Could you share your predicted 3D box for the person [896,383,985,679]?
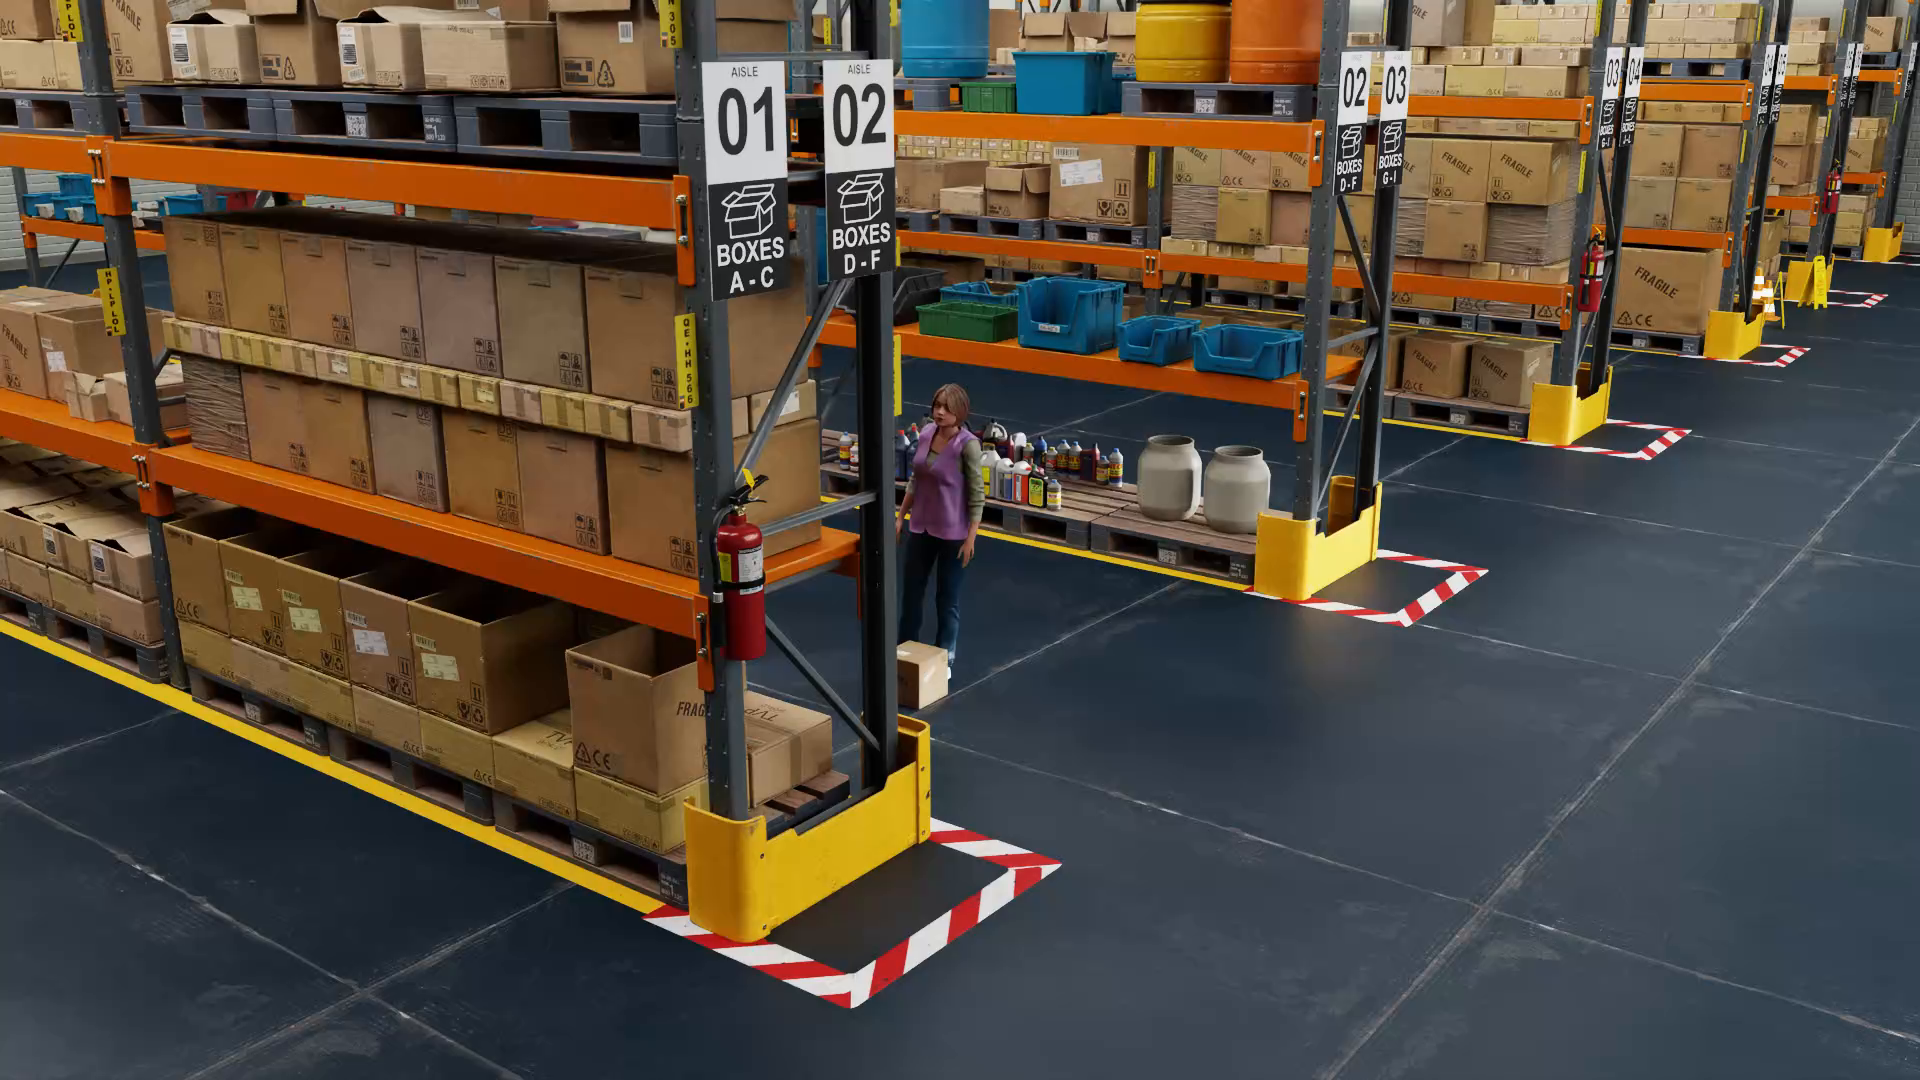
[{"bbox_3d":[-0.154,-0.008,8.551,0.520,1.597,0.475,12,21,35],"label":"person"}]
